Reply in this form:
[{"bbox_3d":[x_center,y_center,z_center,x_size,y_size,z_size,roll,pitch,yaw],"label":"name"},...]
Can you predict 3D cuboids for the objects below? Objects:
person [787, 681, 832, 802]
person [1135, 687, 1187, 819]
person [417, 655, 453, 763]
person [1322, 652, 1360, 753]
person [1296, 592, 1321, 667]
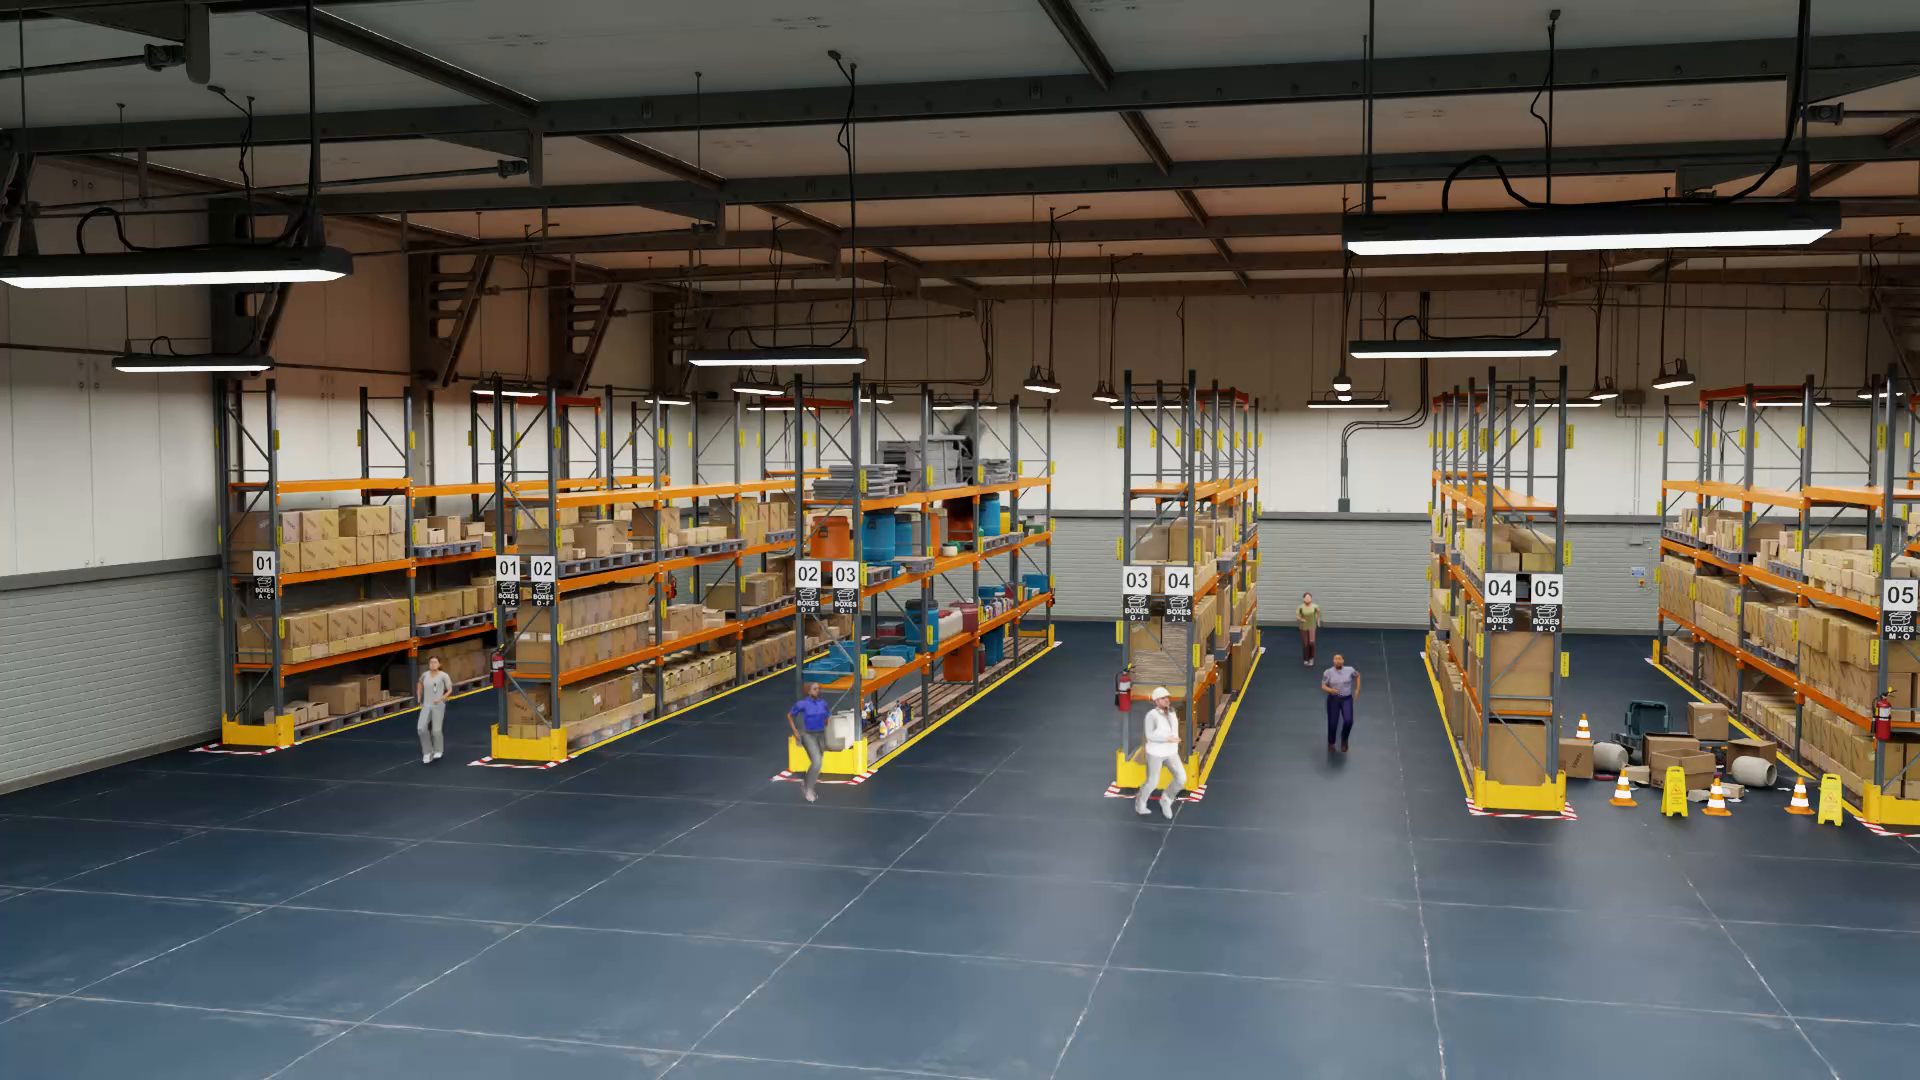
[{"bbox_3d":[-2.030,2.796,23.092,0.547,1.673,0.694,-3,5,-41],"label":"person"},{"bbox_3d":[2.675,2.799,21.890,0.665,1.748,0.846,-2,4,-31],"label":"person"},{"bbox_3d":[-8.217,2.645,25.929,0.605,1.705,0.574,0,3,3],"label":"person"},{"bbox_3d":[6.071,2.587,26.504,0.617,1.598,0.809,1,3,10],"label":"person"},{"bbox_3d":[7.665,1.972,36.614,0.546,1.642,0.730,1,4,12],"label":"person"}]
